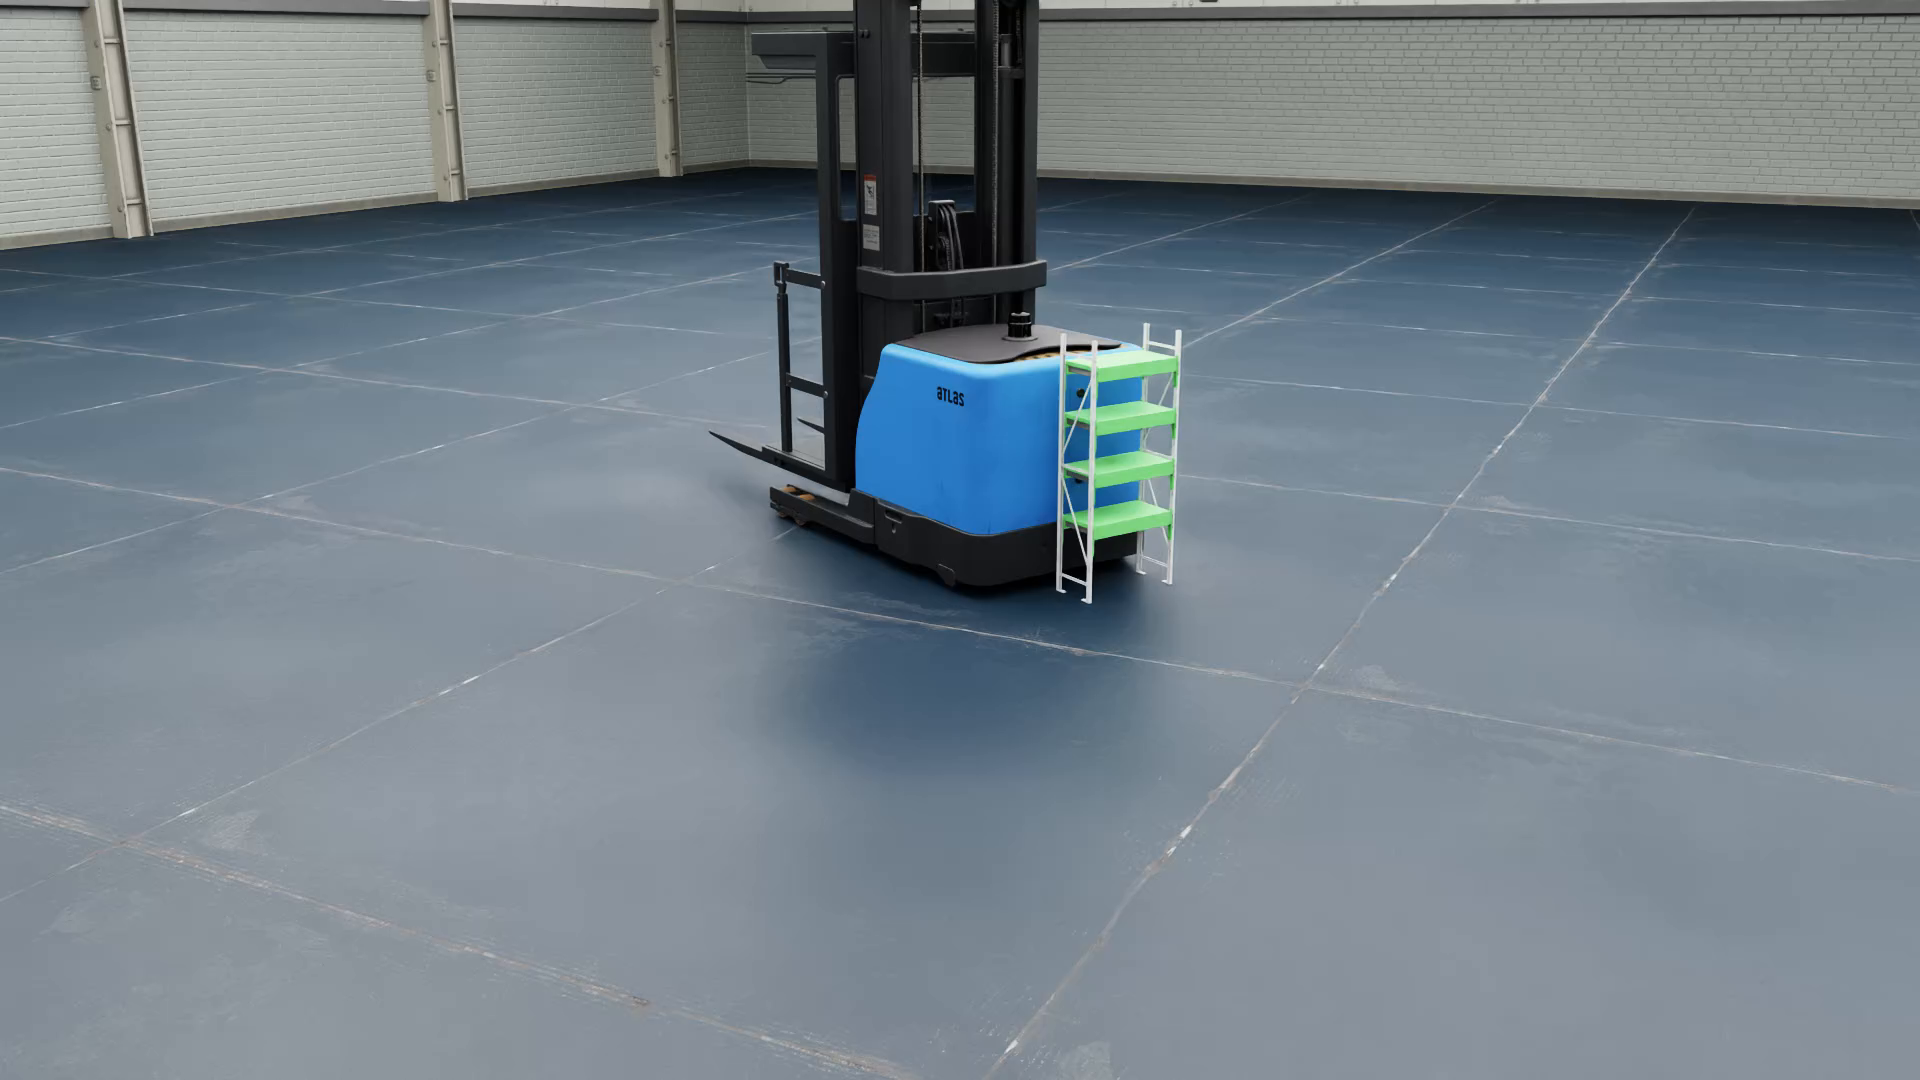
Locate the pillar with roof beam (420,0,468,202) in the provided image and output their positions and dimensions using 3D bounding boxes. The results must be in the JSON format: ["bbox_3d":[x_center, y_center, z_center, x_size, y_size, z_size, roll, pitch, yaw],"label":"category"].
[{"bbox_3d":[-4.470,-9.336,24.151,9.100,9.000,0.400,8,18,25],"label":"pillar with roof beam"}]

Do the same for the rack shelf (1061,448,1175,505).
[{"bbox_3d":[0.722,-0.294,7.630,0.480,0.148,0.258,-11,20,-33],"label":"rack shelf"}]

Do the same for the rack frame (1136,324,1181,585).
[{"bbox_3d":[0.922,-0.395,7.746,0.015,1.200,0.240,-11,20,-33],"label":"rack frame"}]

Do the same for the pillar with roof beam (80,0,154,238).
[{"bbox_3d":[-7.151,-7.807,19.006,9.100,9.000,0.400,8,18,25],"label":"pillar with roof beam"}]

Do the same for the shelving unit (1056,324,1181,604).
[{"bbox_3d":[0.722,-0.355,7.611,0.503,1.200,0.258,-11,20,-33],"label":"shelving unit"}]

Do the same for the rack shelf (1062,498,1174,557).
[{"bbox_3d":[0.722,-0.063,7.698,0.480,0.148,0.258,-11,20,-33],"label":"rack shelf"}]

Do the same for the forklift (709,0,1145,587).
[{"bbox_3d":[-0.362,-1.552,8.601,1.130,2.935,3.031,-11,20,-33],"label":"forklift"}]

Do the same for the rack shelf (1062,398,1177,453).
[{"bbox_3d":[0.722,-0.524,7.561,0.480,0.148,0.258,-11,20,-33],"label":"rack shelf"}]

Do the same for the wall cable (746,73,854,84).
[{"bbox_3d":[-3.141,-10.505,33.543,3.097,2.526,0.112,8,18,25],"label":"wall cable"}]

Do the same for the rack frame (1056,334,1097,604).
[{"bbox_3d":[0.522,-0.315,7.477,0.015,1.200,0.240,-11,20,-33],"label":"rack frame"}]

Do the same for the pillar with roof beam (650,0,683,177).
[{"bbox_3d":[-1.789,-10.864,29.297,9.100,9.000,0.400,8,18,25],"label":"pillar with roof beam"}]

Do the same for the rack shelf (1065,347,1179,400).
[{"bbox_3d":[0.722,-0.754,7.493,0.480,0.148,0.258,-11,20,-33],"label":"rack shelf"}]
